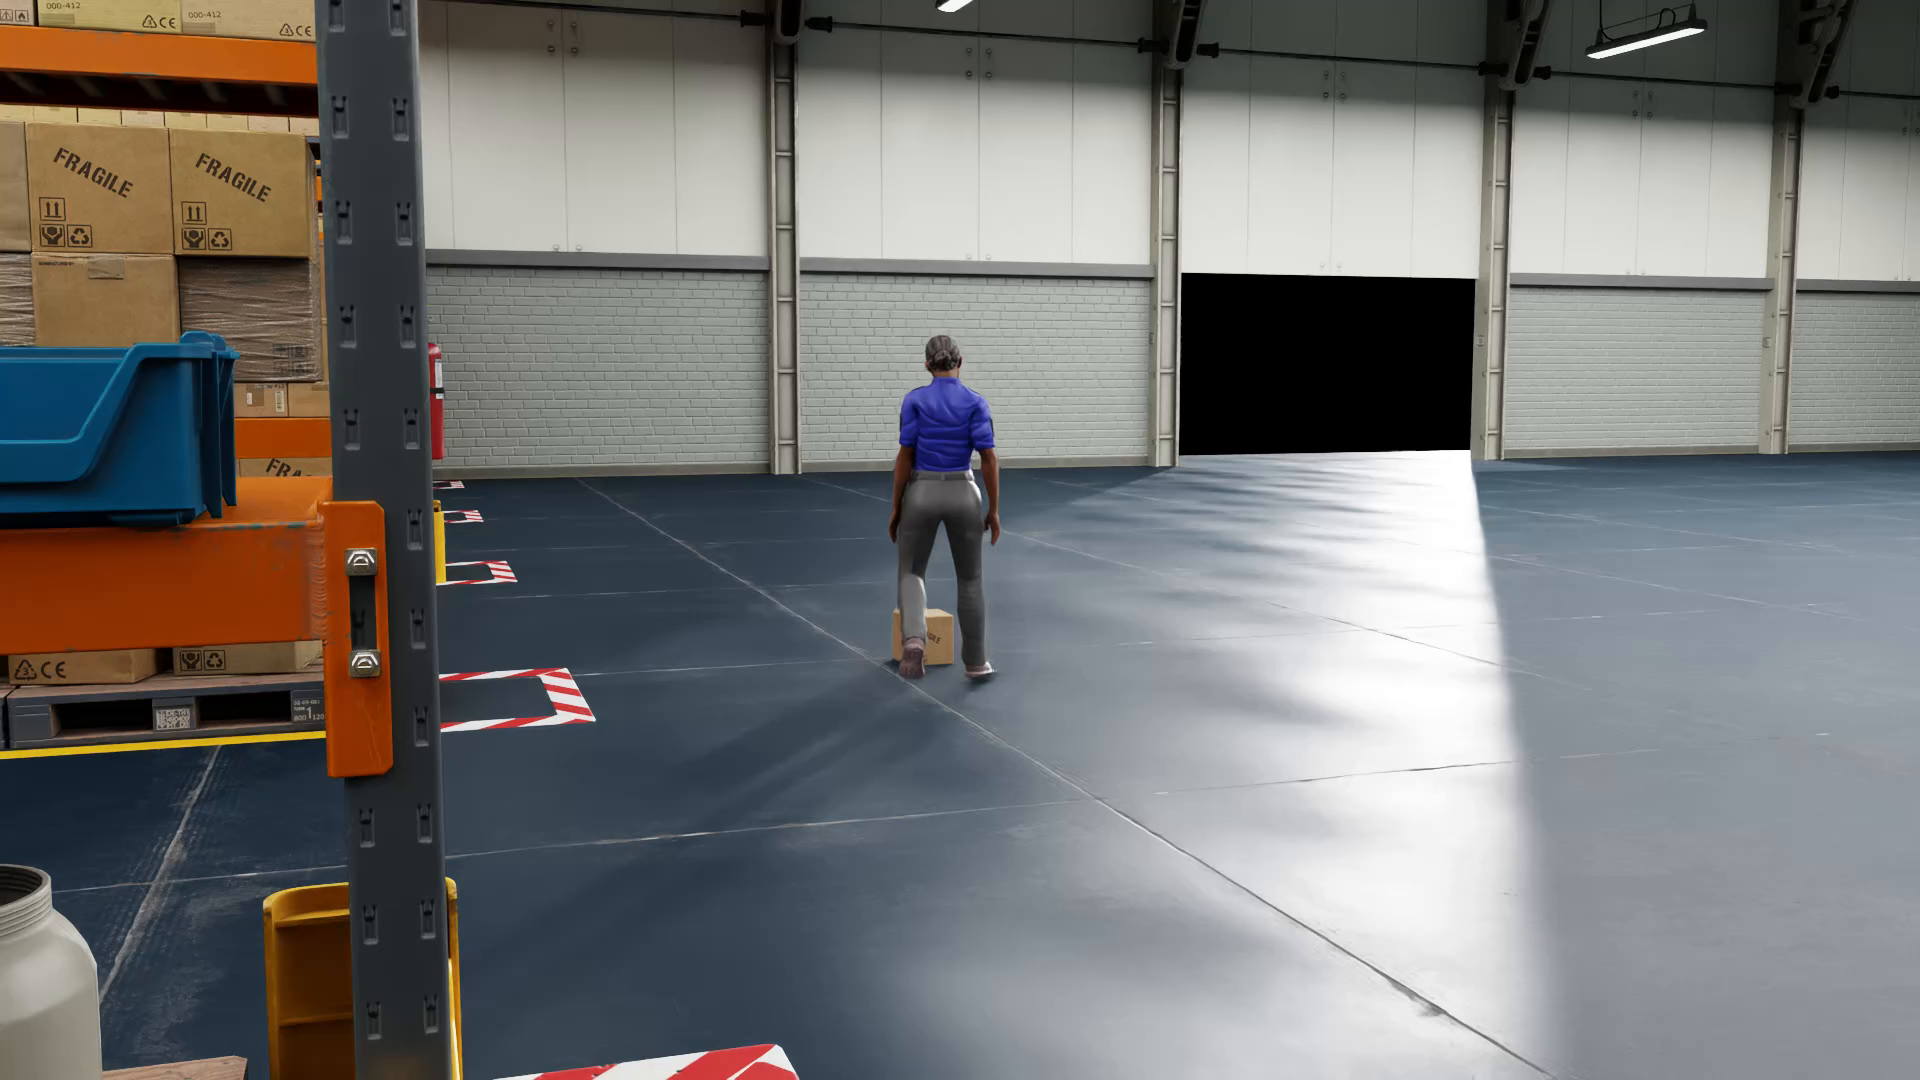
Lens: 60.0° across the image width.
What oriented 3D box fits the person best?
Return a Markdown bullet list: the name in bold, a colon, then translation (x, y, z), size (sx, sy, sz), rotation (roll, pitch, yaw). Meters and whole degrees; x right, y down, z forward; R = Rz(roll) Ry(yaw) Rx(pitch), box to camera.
- **person**: translation (-0.076, -0.143, 7.890), size (0.529, 1.649, 0.566), rotation (0, 6, -3)
